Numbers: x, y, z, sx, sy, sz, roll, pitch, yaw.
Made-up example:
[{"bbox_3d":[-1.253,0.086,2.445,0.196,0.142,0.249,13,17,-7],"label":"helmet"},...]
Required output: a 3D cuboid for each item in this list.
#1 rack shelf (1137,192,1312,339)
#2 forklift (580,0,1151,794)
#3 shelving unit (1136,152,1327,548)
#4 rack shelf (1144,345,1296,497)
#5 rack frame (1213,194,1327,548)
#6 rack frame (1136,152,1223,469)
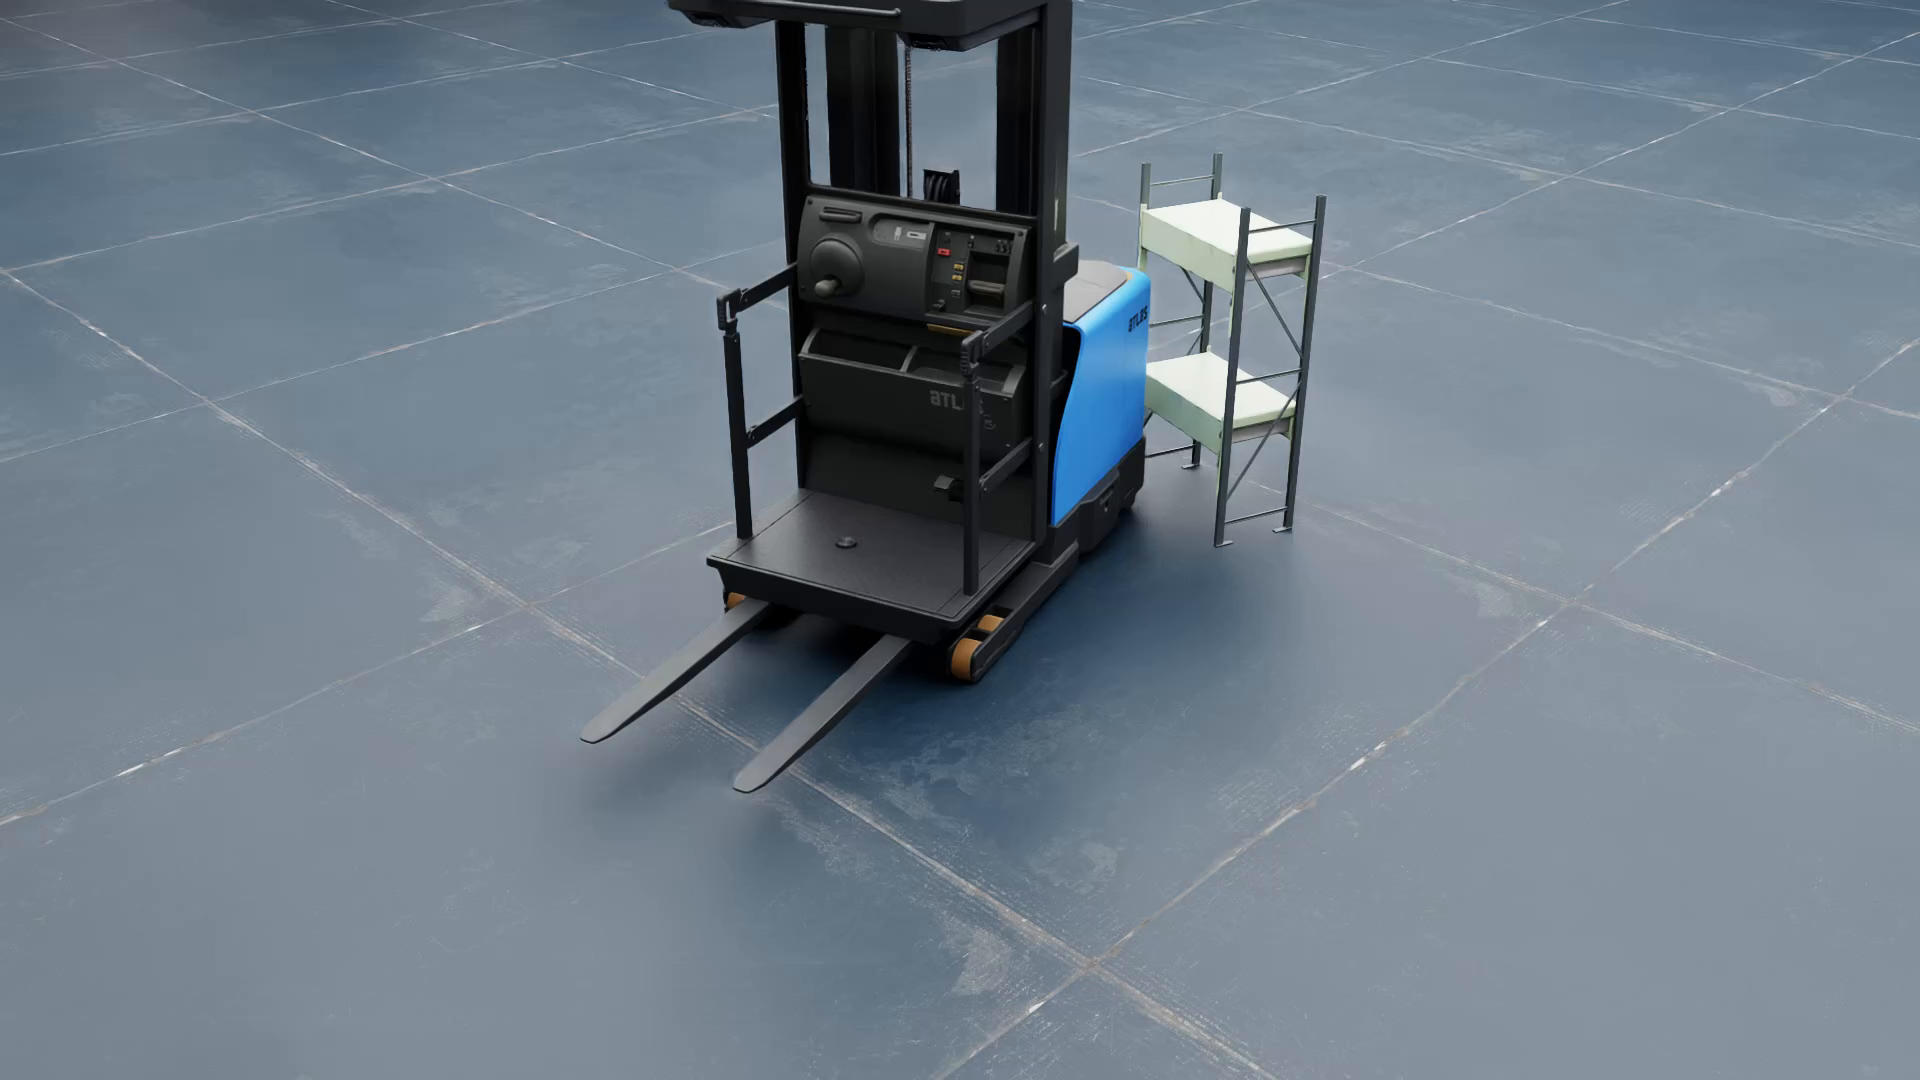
[{"bbox_3d":[1.120,-1.174,7.032,0.431,0.370,0.720,-13,30,-23],"label":"rack shelf"},{"bbox_3d":[-0.281,-0.999,6.001,1.130,2.935,3.031,13,31,24],"label":"forklift"},{"bbox_3d":[1.120,-0.828,7.214,0.431,1.500,0.755,-13,30,-23],"label":"shelving unit"},{"bbox_3d":[1.120,-0.540,7.365,0.431,0.370,0.720,-13,30,-23],"label":"rack shelf"},{"bbox_3d":[1.282,-0.675,6.923,0.400,1.500,0.023,-13,30,-23],"label":"rack frame"},{"bbox_3d":[0.958,-0.981,7.504,0.400,1.500,0.023,-13,30,-23],"label":"rack frame"}]
